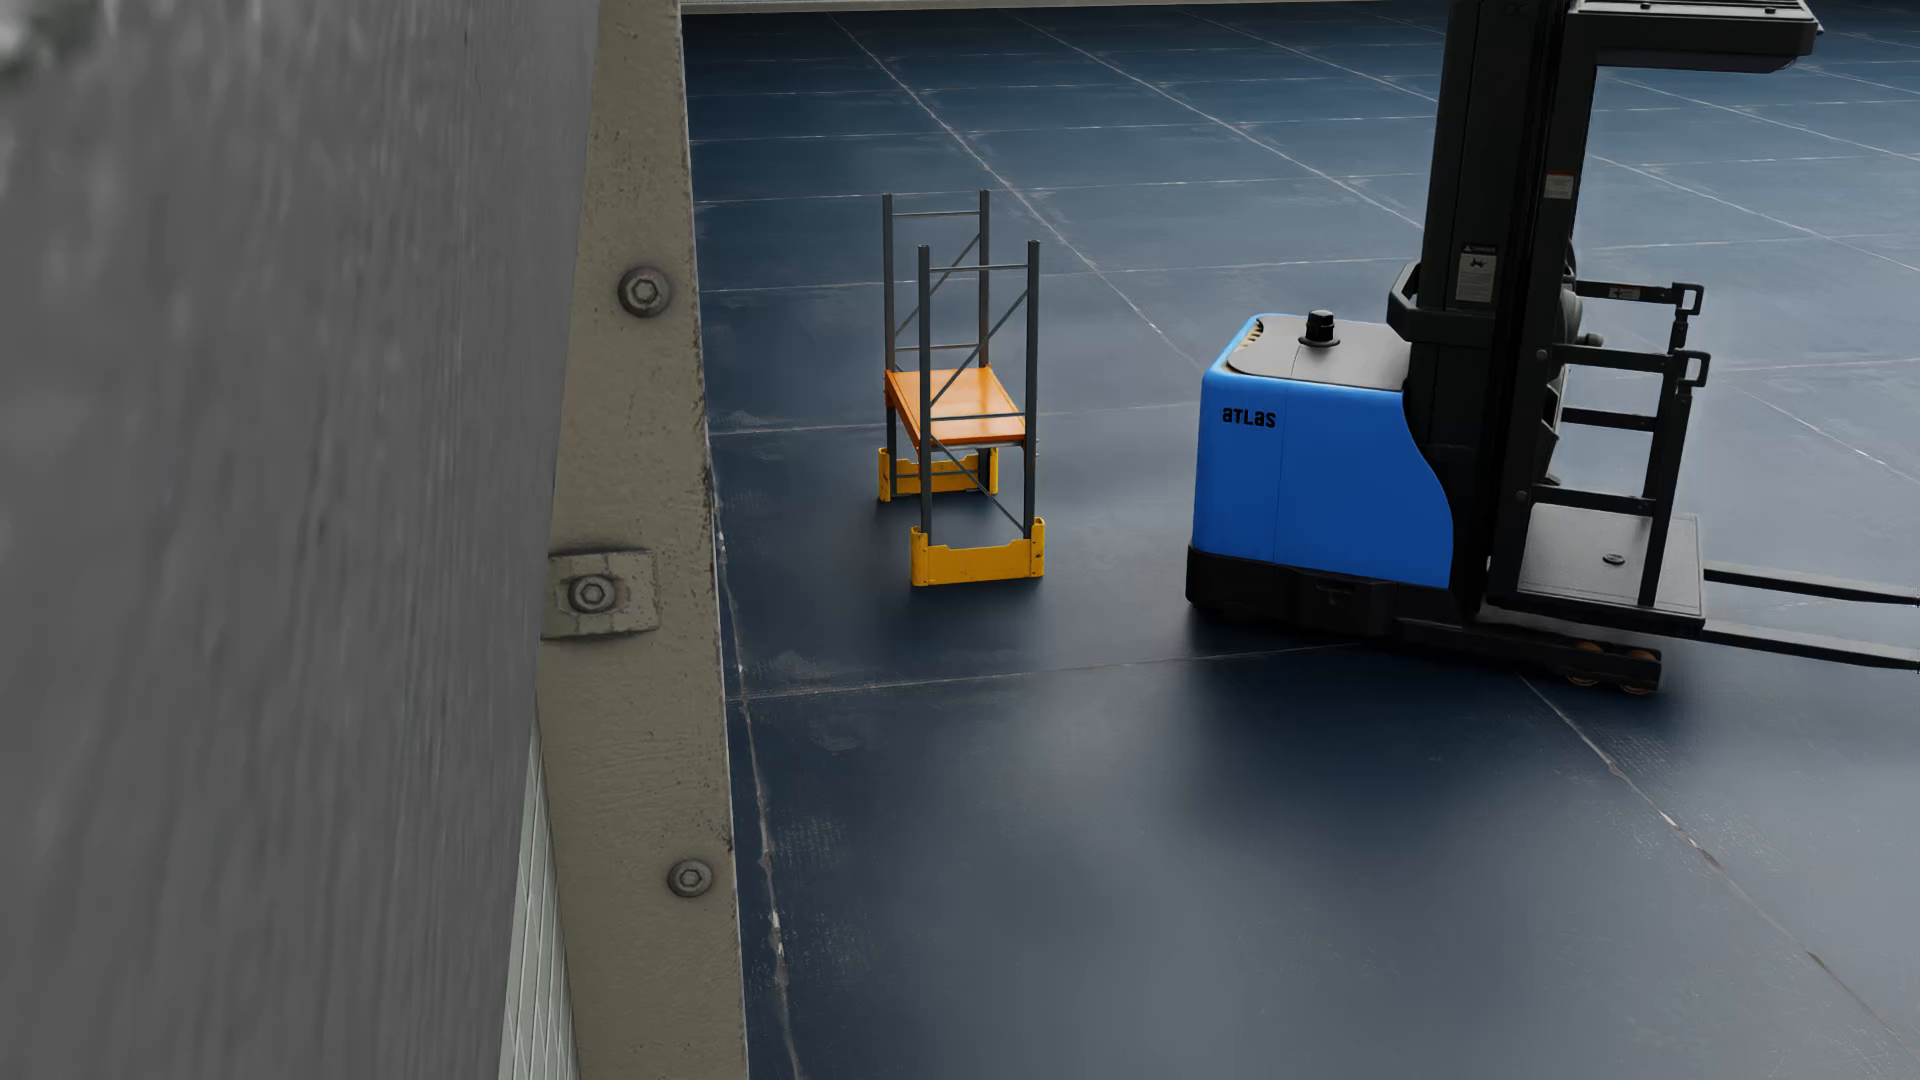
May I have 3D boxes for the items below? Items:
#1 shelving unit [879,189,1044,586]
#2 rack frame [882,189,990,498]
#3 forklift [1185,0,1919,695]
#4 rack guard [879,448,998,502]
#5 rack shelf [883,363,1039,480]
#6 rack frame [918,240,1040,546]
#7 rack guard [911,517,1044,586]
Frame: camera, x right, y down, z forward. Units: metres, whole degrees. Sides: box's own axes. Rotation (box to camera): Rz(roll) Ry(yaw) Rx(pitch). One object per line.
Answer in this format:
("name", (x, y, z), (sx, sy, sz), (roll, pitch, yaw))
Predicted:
("shelving unit", (-0.014, -0.717, 7.518), (0.587, 1.500, 1.083), (-4, 24, -10))
("rack frame", (-0.110, -0.921, 7.984), (0.500, 1.500, 0.032), (-4, 24, -10))
("forklift", (2.523, -0.991, 6.356), (3.031, 2.935, 1.130), (9, 25, 19))
("rack guard", (-0.106, -0.340, 8.217), (0.587, 0.250, 0.087), (-4, 24, -10))
("rack shelf", (-0.016, -0.556, 7.599), (0.538, 0.185, 1.000), (-4, 24, -10))
("rack frame", (0.078, -0.521, 7.069), (0.500, 1.500, 0.032), (-4, 24, -10))
("rack guard", (0.078, 0.051, 7.320), (0.587, 0.250, 0.087), (-4, 24, -10))
